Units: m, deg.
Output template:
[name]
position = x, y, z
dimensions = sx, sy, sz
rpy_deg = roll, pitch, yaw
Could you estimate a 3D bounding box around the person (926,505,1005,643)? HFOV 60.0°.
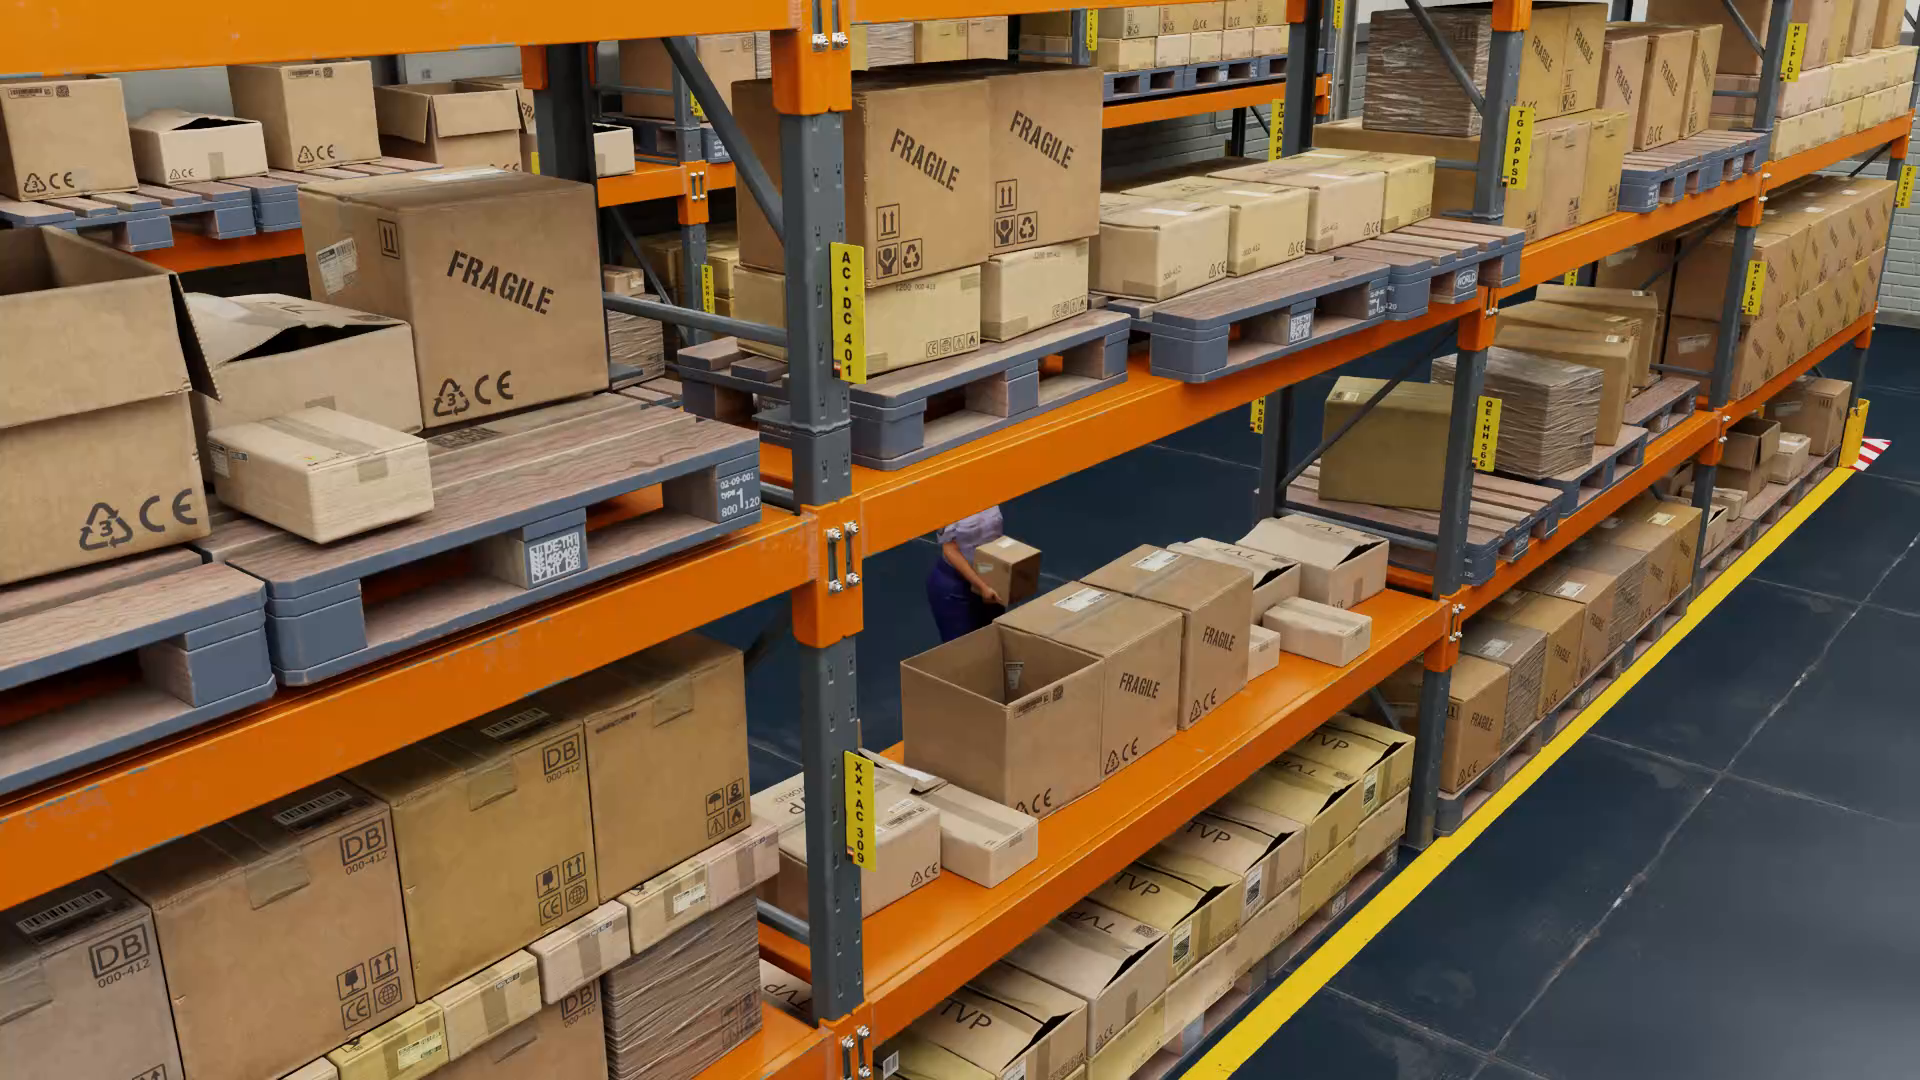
[person]
position = 0.103, 0.283, 8.852
dimensions = 0.518, 1.636, 0.453
rpy_deg = 16, 26, 37
